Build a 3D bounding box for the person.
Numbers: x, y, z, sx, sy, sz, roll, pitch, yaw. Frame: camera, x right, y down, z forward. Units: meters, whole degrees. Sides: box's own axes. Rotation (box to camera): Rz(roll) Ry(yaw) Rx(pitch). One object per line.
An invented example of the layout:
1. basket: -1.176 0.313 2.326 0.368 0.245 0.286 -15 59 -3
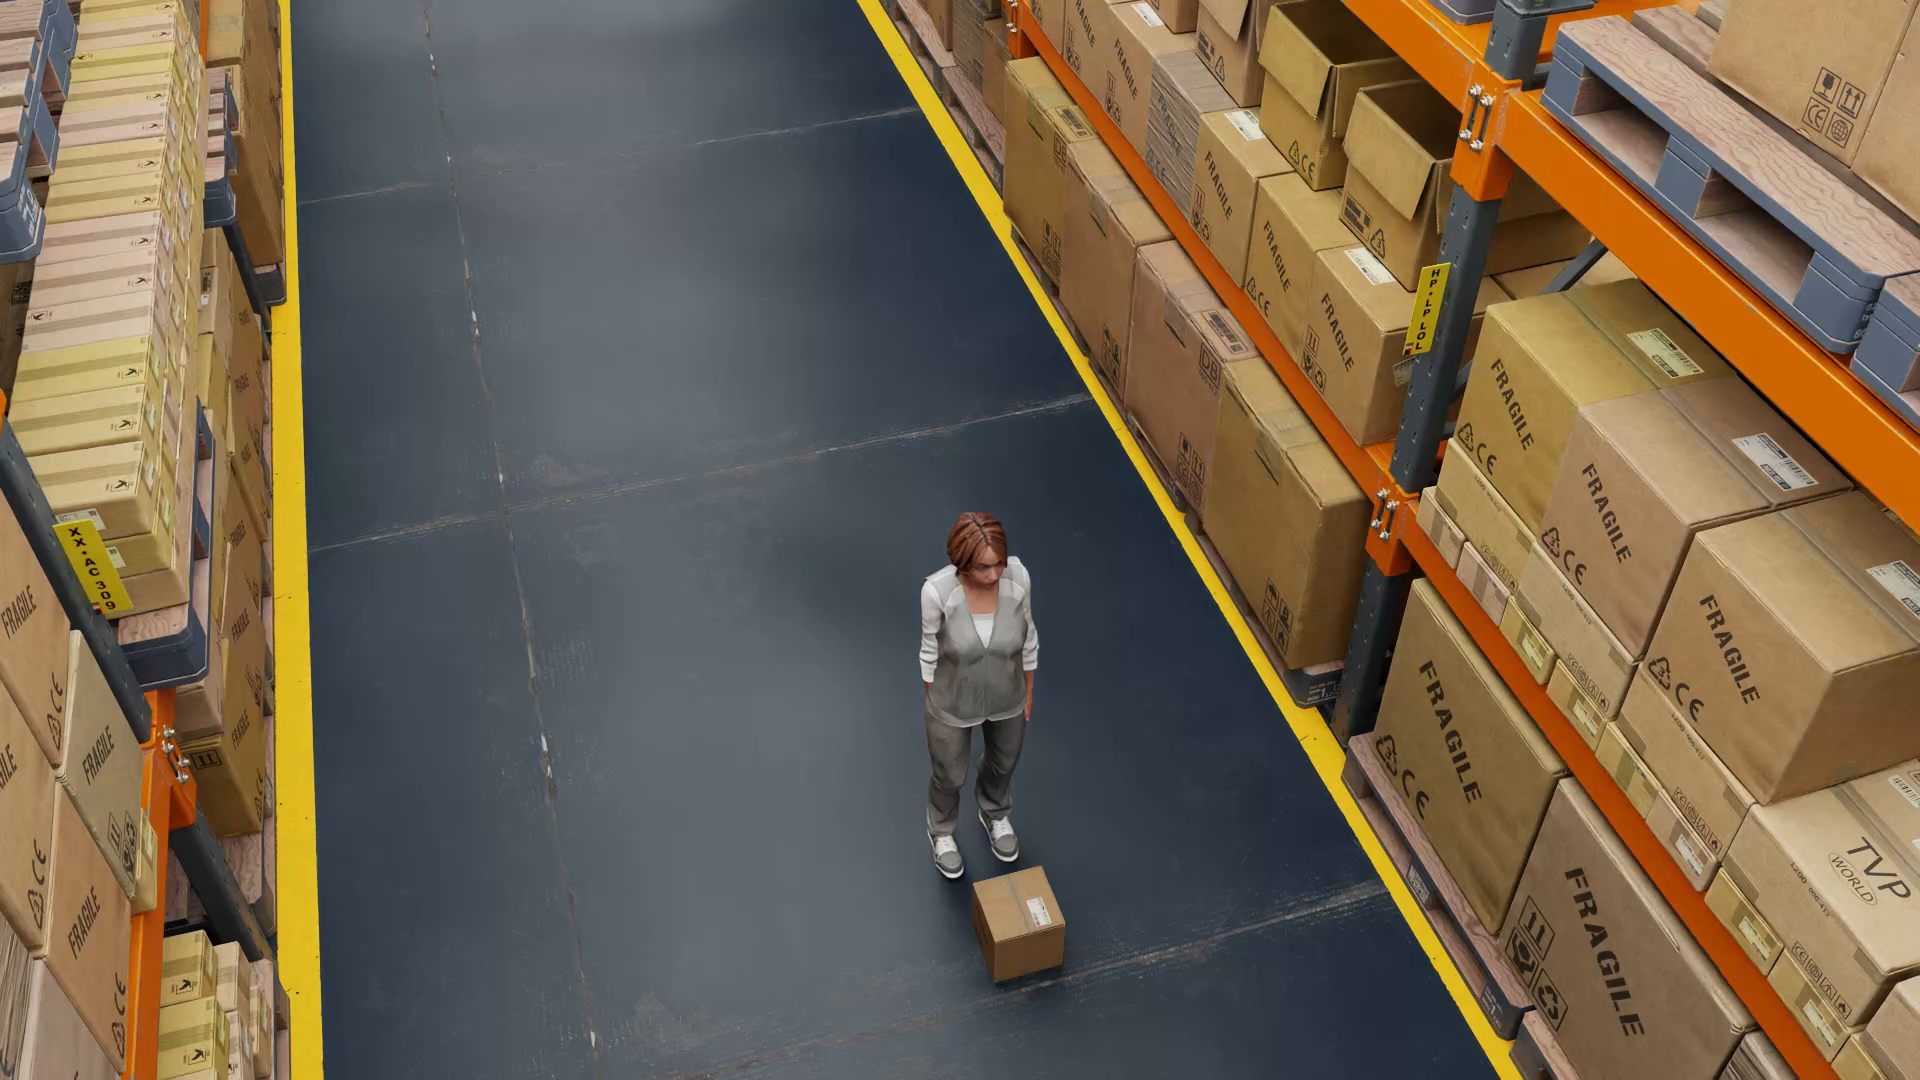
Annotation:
1. person: 0.066 0.528 5.603 0.404 1.598 0.312 -11 44 -12
